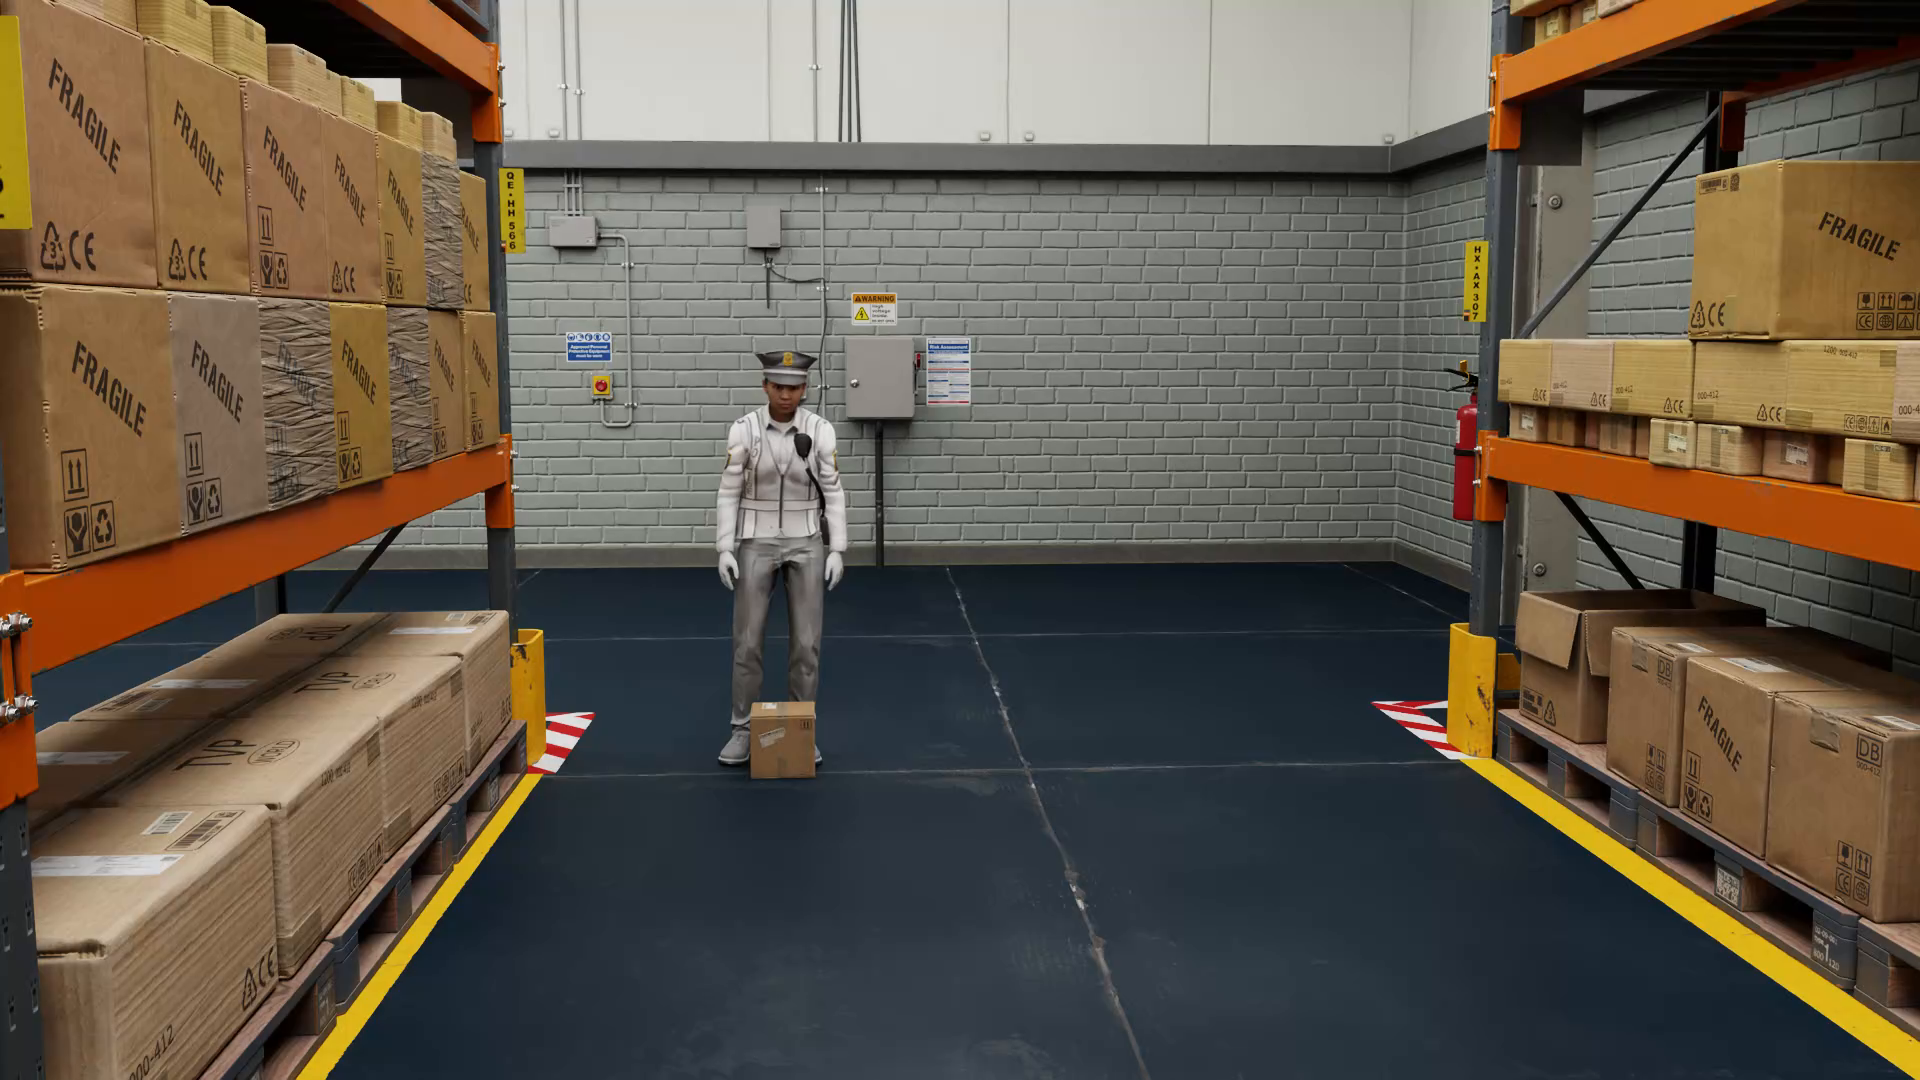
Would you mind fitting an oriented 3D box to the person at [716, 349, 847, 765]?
[{"bbox_3d":[-0.720,0.064,6.722,0.531,1.662,0.414,-1,7,-6],"label":"person"}]
